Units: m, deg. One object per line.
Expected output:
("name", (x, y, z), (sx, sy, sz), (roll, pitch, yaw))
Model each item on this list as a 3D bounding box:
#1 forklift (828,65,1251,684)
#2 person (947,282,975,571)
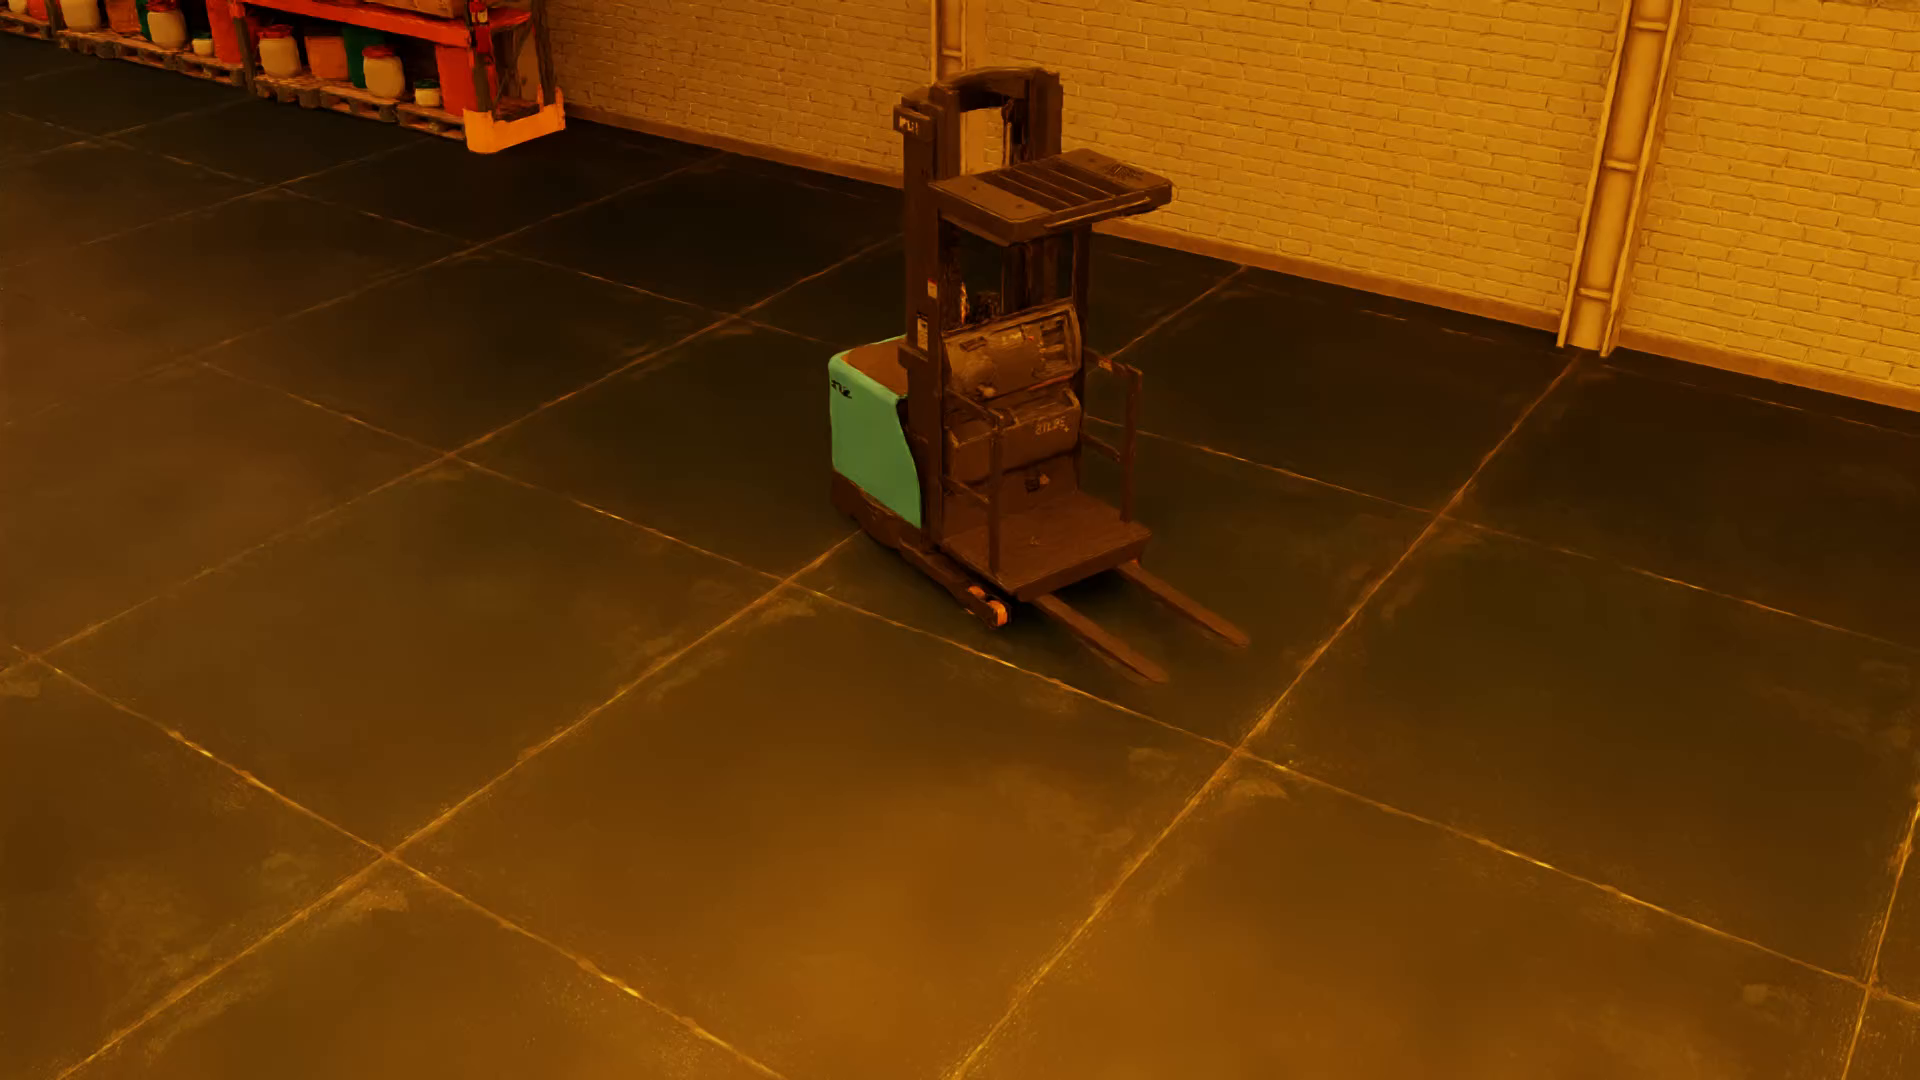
("forklift", (0.437, -1.033, 9.360), (1.130, 2.935, 3.031), (-20, 36, -31))
("person", (0.044, -0.721, 10.038), (0.571, 1.694, 0.586), (19, 35, 29))
